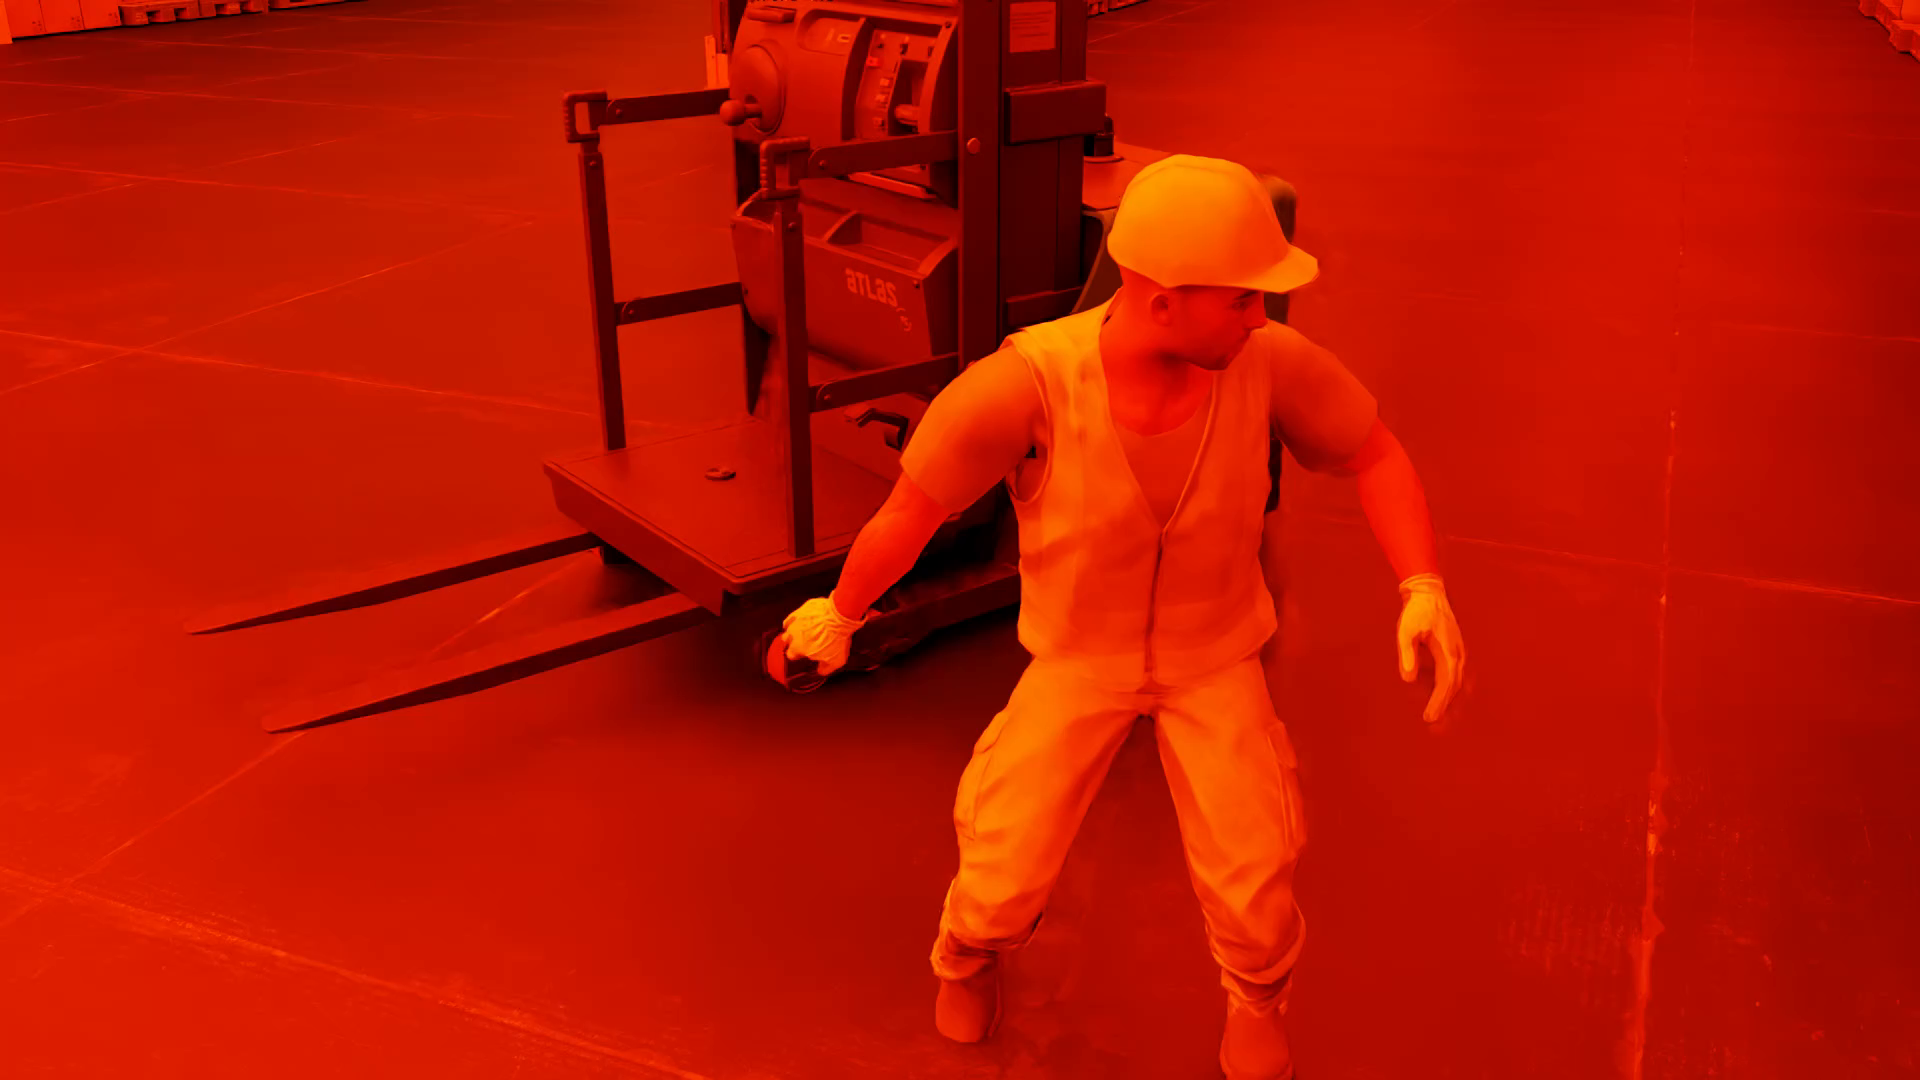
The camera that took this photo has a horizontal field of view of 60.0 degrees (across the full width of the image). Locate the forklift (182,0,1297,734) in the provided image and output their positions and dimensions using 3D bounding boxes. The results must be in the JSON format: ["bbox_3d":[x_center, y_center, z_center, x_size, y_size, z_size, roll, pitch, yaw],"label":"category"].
[{"bbox_3d":[-0.483,-1.198,4.158,3.031,2.935,1.130,-17,28,-34],"label":"forklift"}]

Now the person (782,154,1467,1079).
[{"bbox_3d":[0.223,0.210,2.600,1.027,1.656,0.502,0,23,0],"label":"person"}]
